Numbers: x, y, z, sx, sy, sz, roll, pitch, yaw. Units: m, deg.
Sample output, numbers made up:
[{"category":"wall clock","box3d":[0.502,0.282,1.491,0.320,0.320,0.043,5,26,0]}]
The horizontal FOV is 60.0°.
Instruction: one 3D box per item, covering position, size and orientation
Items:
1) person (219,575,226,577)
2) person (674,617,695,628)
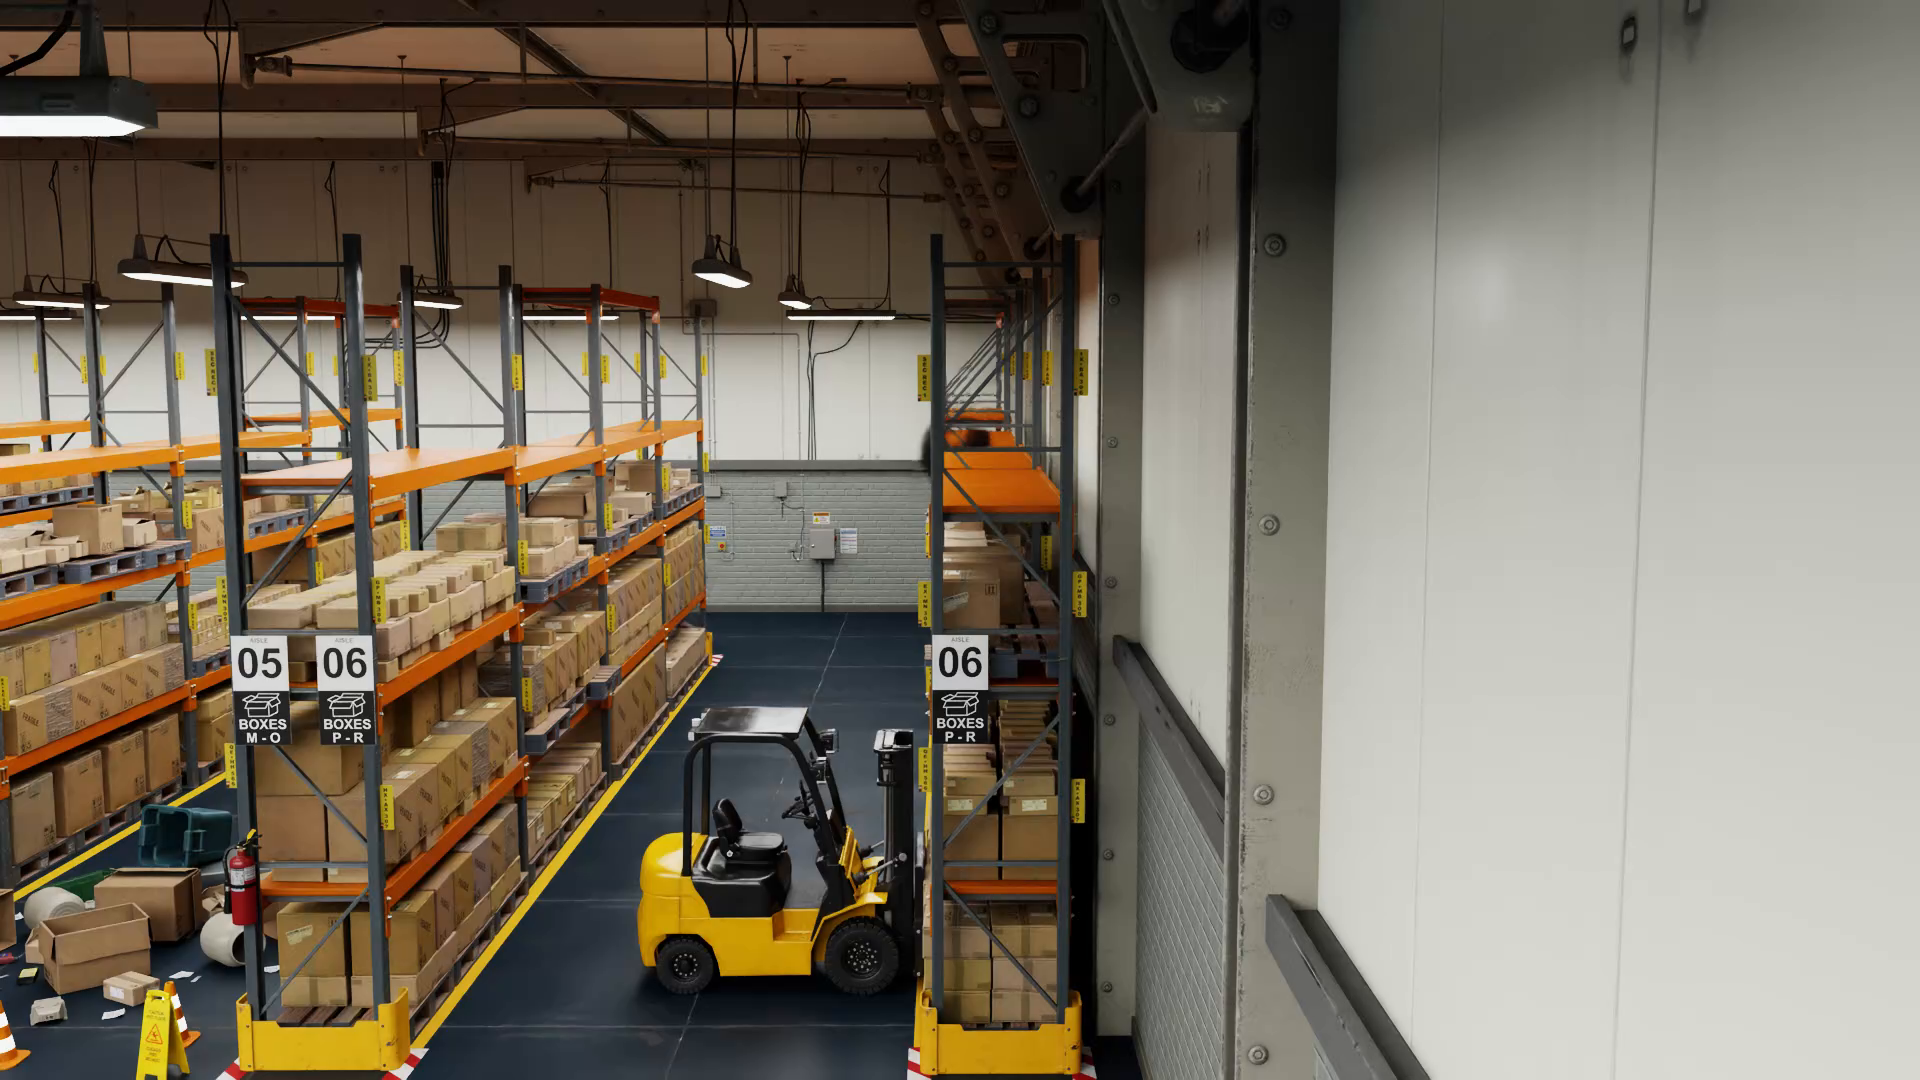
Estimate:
[{"category":"person","box3d":[-11.559,1.409,26.109,0.733,1.745,0.660,0,6,1]},{"category":"person","box3d":[-4.952,1.102,29.232,0.906,1.718,0.682,3,7,24]}]
